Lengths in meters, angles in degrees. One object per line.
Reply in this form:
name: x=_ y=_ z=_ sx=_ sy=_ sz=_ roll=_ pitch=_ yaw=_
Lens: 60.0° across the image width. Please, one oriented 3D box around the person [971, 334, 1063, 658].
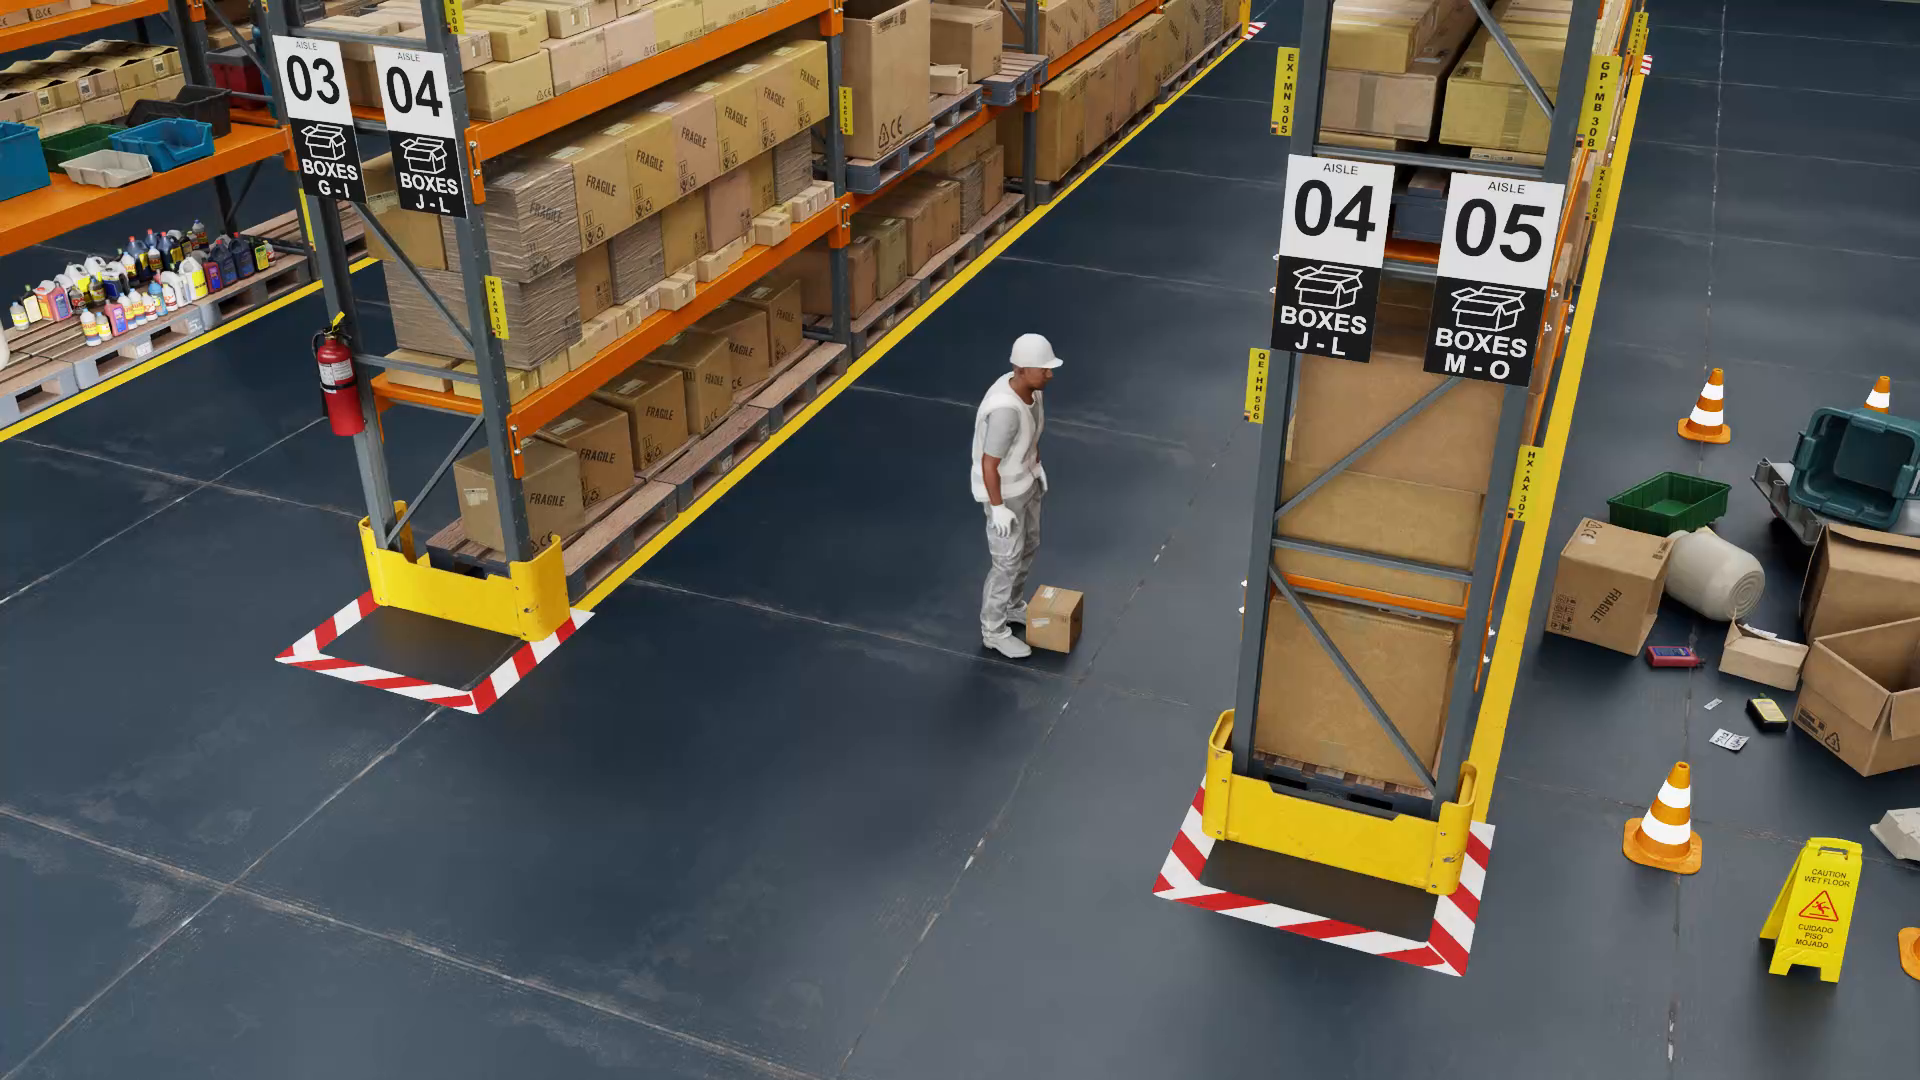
person: x=0.299 y=-0.263 z=8.857 sx=0.448 sy=1.774 sz=0.617 roll=11 pitch=31 yaw=19
